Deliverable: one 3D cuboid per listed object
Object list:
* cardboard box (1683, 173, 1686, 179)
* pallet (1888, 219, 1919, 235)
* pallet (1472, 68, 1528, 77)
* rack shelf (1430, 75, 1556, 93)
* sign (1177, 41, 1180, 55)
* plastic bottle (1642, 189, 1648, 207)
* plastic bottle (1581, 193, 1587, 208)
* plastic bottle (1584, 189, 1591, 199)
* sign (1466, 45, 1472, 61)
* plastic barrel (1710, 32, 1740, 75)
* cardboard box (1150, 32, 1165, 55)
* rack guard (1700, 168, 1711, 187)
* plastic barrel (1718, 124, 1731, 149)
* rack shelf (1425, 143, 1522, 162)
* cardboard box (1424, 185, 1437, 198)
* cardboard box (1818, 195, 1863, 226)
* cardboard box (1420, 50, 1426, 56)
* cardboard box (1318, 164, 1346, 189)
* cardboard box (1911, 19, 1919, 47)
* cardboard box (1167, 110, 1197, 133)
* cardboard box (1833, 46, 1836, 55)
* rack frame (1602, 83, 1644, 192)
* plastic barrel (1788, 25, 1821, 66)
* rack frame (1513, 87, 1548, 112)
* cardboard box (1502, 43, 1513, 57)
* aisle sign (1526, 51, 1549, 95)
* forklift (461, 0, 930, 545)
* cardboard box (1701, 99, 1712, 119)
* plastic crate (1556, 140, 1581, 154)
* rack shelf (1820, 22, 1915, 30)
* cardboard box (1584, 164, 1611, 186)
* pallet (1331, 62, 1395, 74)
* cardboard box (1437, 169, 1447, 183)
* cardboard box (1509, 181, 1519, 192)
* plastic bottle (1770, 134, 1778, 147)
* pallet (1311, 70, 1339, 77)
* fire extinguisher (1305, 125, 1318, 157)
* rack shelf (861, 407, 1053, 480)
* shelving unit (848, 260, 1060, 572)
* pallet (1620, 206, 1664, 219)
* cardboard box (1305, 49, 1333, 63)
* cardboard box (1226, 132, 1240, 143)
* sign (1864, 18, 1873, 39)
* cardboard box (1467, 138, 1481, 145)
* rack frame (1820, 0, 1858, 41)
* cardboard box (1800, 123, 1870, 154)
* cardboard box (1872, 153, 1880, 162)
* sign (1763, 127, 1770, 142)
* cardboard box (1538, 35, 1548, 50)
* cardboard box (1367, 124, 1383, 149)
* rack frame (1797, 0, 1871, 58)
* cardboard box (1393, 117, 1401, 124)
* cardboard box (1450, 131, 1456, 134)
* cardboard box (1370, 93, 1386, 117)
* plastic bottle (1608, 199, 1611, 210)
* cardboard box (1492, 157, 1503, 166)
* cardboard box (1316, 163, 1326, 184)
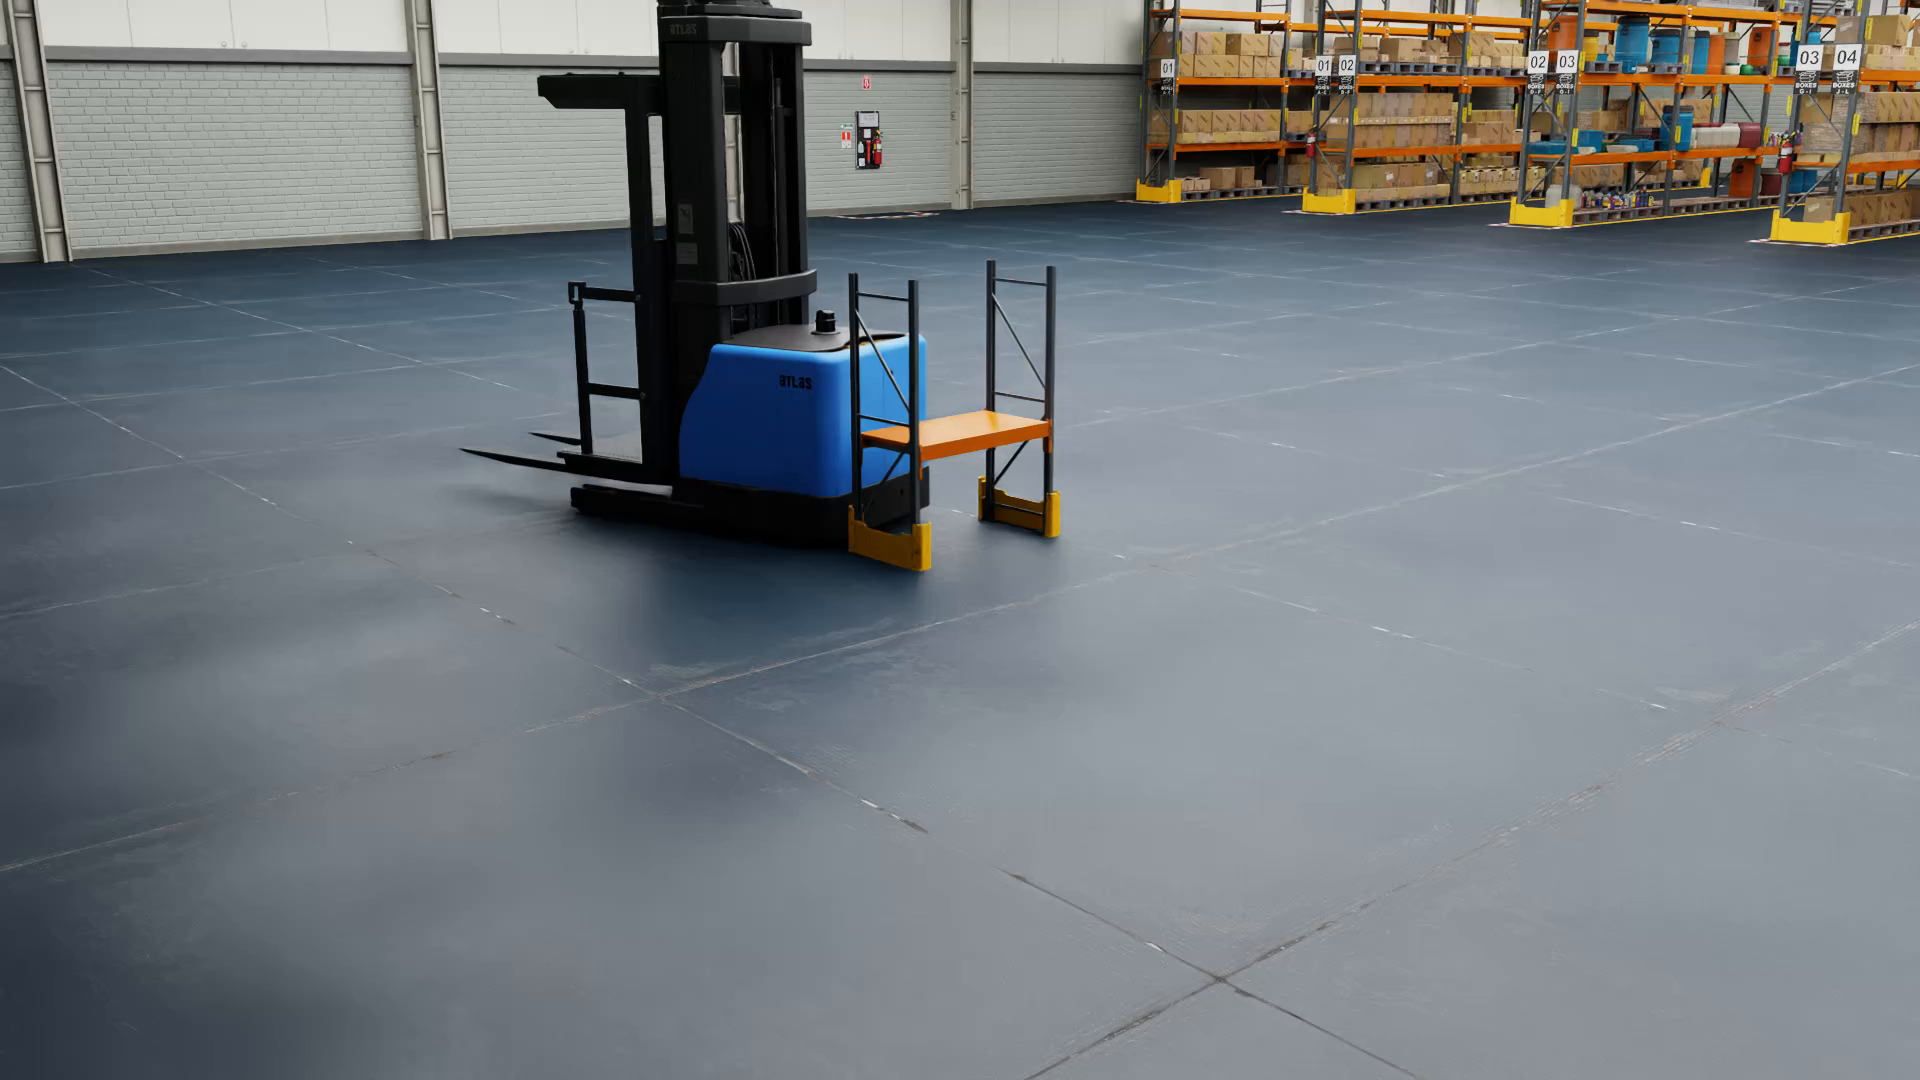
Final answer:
[{"bbox_3d":[19.317,-9.809,44.797,0.250,0.166,0.380,-13,19,-39],"label":"cardboard box"},{"bbox_3d":[16.894,-5.726,30.279,1.213,0.211,1.003,-13,19,-39],"label":"pallet"},{"bbox_3d":[12.600,-10.837,38.561,1.213,0.211,1.003,-12,19,-37],"label":"pallet"},{"bbox_3d":[12.387,-10.564,38.568,4.000,0.370,1.077,-13,19,-39],"label":"rack shelf"},{"bbox_3d":[4.962,-11.175,37.769,0.005,0.325,0.100,-13,19,-39],"label":"sign"},{"bbox_3d":[13.830,-6.926,33.648,0.185,0.351,0.144,-13,20,-41],"label":"plastic bottle"},{"bbox_3d":[12.485,-6.794,33.285,0.133,0.283,0.061,-13,19,-39],"label":"plastic bottle"},{"bbox_3d":[12.642,-6.900,33.549,0.185,0.351,0.144,-12,19,-37],"label":"plastic bottle"},{"bbox_3d":[11.243,-10.753,36.726,0.005,0.325,0.100,-13,19,-39],"label":"sign"},{"bbox_3d":[16.382,-10.431,35.703,0.600,0.901,0.600,0,15,0],"label":"plastic barrel"},{"bbox_3d":[4.759,-11.524,38.597,0.500,0.500,0.500,-12,19,-37],"label":"cardboard box"},{"bbox_3d":[19.873,-9.936,45.478,0.348,0.500,1.175,-13,19,-39],"label":"rack guard"},{"bbox_3d":[16.190,-8.603,35.428,0.421,0.512,0.421,0,15,0],"label":"plastic barrel"},{"bbox_3d":[12.387,-9.115,38.955,4.000,0.370,1.077,-13,19,-39],"label":"rack shelf"},{"bbox_3d":[10.288,-7.794,37.131,0.500,0.250,0.500,-13,19,-39],"label":"cardboard box"},{"bbox_3d":[15.271,-5.722,28.891,0.500,0.500,0.500,-7,17,-25],"label":"cardboard box"},{"bbox_3d":[9.917,-10.675,36.676,0.500,0.311,0.500,-14,20,-42],"label":"cardboard box"},{"bbox_3d":[8.069,-7.831,35.817,0.500,0.500,0.500,-13,19,-39],"label":"cardboard box"},{"bbox_3d":[17.206,-8.951,29.397,0.500,0.500,0.500,-13,20,-41],"label":"cardboard box"},{"bbox_3d":[5.163,-9.731,38.668,0.500,0.500,0.500,-13,19,-39],"label":"cardboard box"},{"bbox_3d":[14.638,-8.215,27.898,0.250,0.149,0.380,-13,20,-41],"label":"cardboard box"},{"bbox_3d":[16.913,-10.479,42.667,0.127,3.000,1.000,-13,19,-39],"label":"rack frame"},{"bbox_3d":[18.974,-11.089,37.355,0.708,0.901,0.600,-13,19,-39],"label":"plastic barrel"},{"bbox_3d":[16.676,-12.120,48.812,0.127,3.000,1.000,-13,19,-39],"label":"rack frame"},{"bbox_3d":[15.133,-13.672,46.639,0.500,0.500,0.500,-12,19,-39],"label":"cardboard box"},{"bbox_3d":[10.860,-8.783,31.280,0.004,0.787,0.394,-13,19,-39],"label":"aisle sign"},{"bbox_3d":[-1.705,-1.651,9.750,3.031,2.935,1.130,9,17,30],"label":"forklift"},{"bbox_3d":[19.775,-11.559,44.579,0.500,0.500,0.500,-13,20,-40],"label":"cardboard box"},{"bbox_3d":[11.784,-7.661,32.407,0.408,0.251,0.499,-13,19,-39],"label":"plastic crate"},{"bbox_3d":[21.670,-12.210,39.693,4.000,0.370,1.077,-13,19,-39],"label":"rack shelf"},{"bbox_3d":[15.972,-9.177,41.786,0.500,0.500,0.500,-12,19,-39],"label":"cardboard box"},{"bbox_3d":[8.411,-9.967,35.110,1.213,0.211,1.003,-13,19,-39],"label":"pallet"},{"bbox_3d":[10.995,-8.393,38.288,0.500,0.311,0.500,-13,19,-39],"label":"cardboard box"},{"bbox_3d":[12.891,-8.366,39.273,0.500,0.250,0.500,-12,19,-38],"label":"cardboard box"},{"bbox_3d":[18.032,-8.865,36.866,0.135,0.276,0.152,-13,19,-39],"label":"plastic bottle"},{"bbox_3d":[8.939,-11.706,41.812,1.003,0.211,1.213,-13,19,-39],"label":"pallet"},{"bbox_3d":[7.466,-8.479,35.330,0.183,0.674,0.296,-13,19,-39],"label":"fire extinguisher"},{"bbox_3d":[-0.029,-0.533,9.037,1.000,0.185,0.538,-14,20,-42],"label":"rack shelf"},{"bbox_3d":[-0.023,-0.709,8.997,1.083,1.500,0.587,-14,20,-42],"label":"shelving unit"},{"bbox_3d":[13.593,-6.706,33.945,1.213,0.211,1.003,-13,19,-39],"label":"pallet"},{"bbox_3d":[9.018,-12.074,41.818,0.500,0.500,0.500,-14,20,-41],"label":"cardboard box"},{"bbox_3d":[6.336,-9.629,39.737,0.500,0.250,0.500,-12,19,-39],"label":"cardboard box"},{"bbox_3d":[14.717,-8.283,26.939,0.005,0.325,0.100,-13,19,-39],"label":"sign"},{"bbox_3d":[11.680,-9.112,38.039,0.250,0.149,0.380,-13,19,-39],"label":"cardboard box"},{"bbox_3d":[20.162,-12.412,38.280,0.127,3.000,1.000,-13,19,-39],"label":"rack frame"},{"bbox_3d":[14.793,-6.797,28.112,0.500,0.500,0.875,-13,19,-39],"label":"cardboard box"},{"bbox_3d":[15.500,-6.563,28.493,0.250,0.149,0.380,-13,19,-39],"label":"cardboard box"},{"bbox_3d":[17.510,-8.809,36.100,0.005,0.325,0.100,-13,19,-39],"label":"sign"},{"bbox_3d":[14.229,-11.854,39.873,0.500,0.500,0.500,-13,19,-39],"label":"cardboard box"},{"bbox_3d":[8.614,-8.661,35.667,0.500,0.500,0.700,-12,19,-38],"label":"cardboard box"},{"bbox_3d":[14.360,-9.415,27.060,0.127,3.000,1.000,-13,19,-39],"label":"rack frame"},{"bbox_3d":[9.268,-9.051,35.870,0.250,0.149,0.380,-13,20,-40],"label":"cardboard box"},{"bbox_3d":[13.414,-11.171,45.707,0.250,0.149,0.380,-12,19,-38],"label":"cardboard box"},{"bbox_3d":[8.654,-9.297,35.534,0.500,0.500,0.700,-13,20,-41],"label":"cardboard box"},{"bbox_3d":[12.759,-6.606,32.737,0.097,0.201,0.097,0,15,0],"label":"plastic bottle"},{"bbox_3d":[15.059,-10.715,47.583,0.500,0.500,0.700,-12,19,-38],"label":"cardboard box"},{"bbox_3d":[8.936,-9.396,42.605,0.500,0.500,0.700,-12,19,-39],"label":"cardboard box"}]
